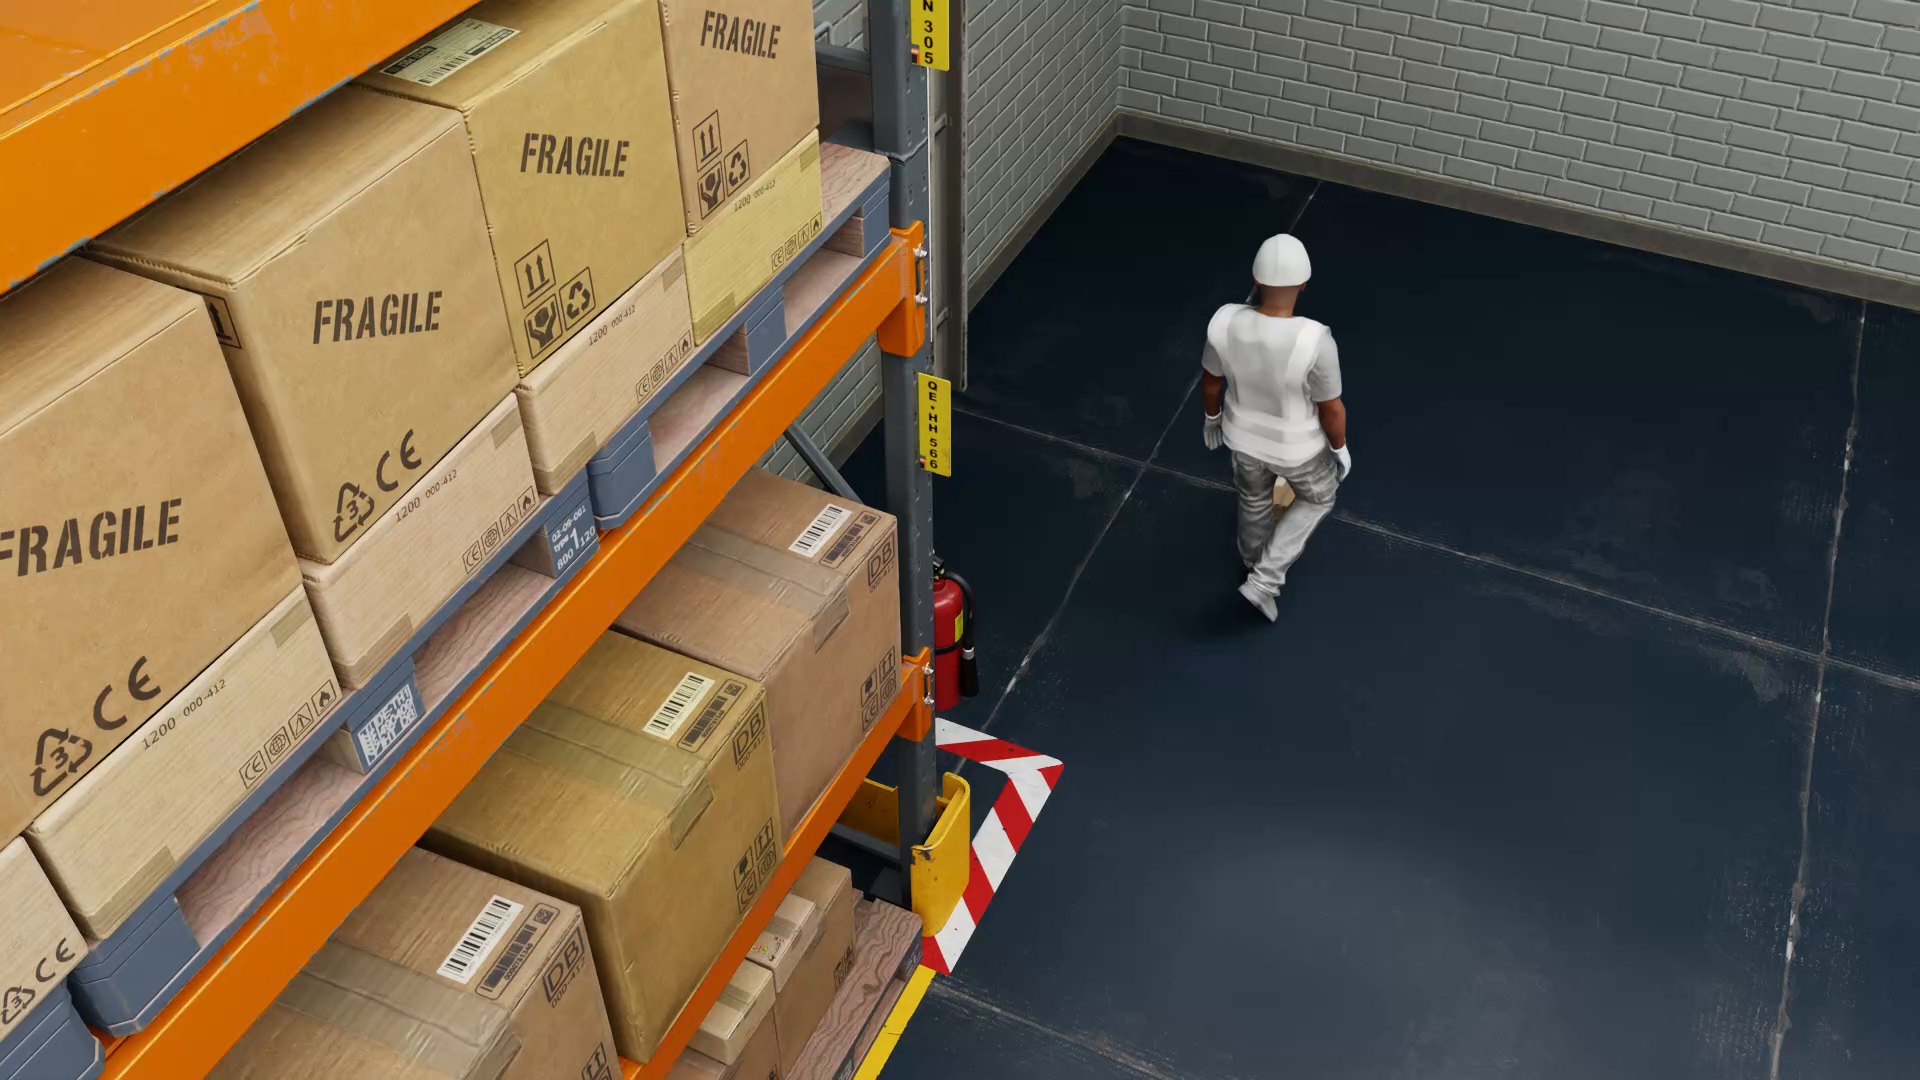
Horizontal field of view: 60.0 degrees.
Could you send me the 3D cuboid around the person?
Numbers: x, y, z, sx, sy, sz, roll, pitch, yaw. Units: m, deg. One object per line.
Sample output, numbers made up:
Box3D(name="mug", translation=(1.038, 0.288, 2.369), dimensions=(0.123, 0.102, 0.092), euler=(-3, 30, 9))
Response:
Box3D(name="person", translation=(1.294, -0.457, 6.652), dimensions=(0.625, 1.770, 0.651), euler=(24, 47, 25))
